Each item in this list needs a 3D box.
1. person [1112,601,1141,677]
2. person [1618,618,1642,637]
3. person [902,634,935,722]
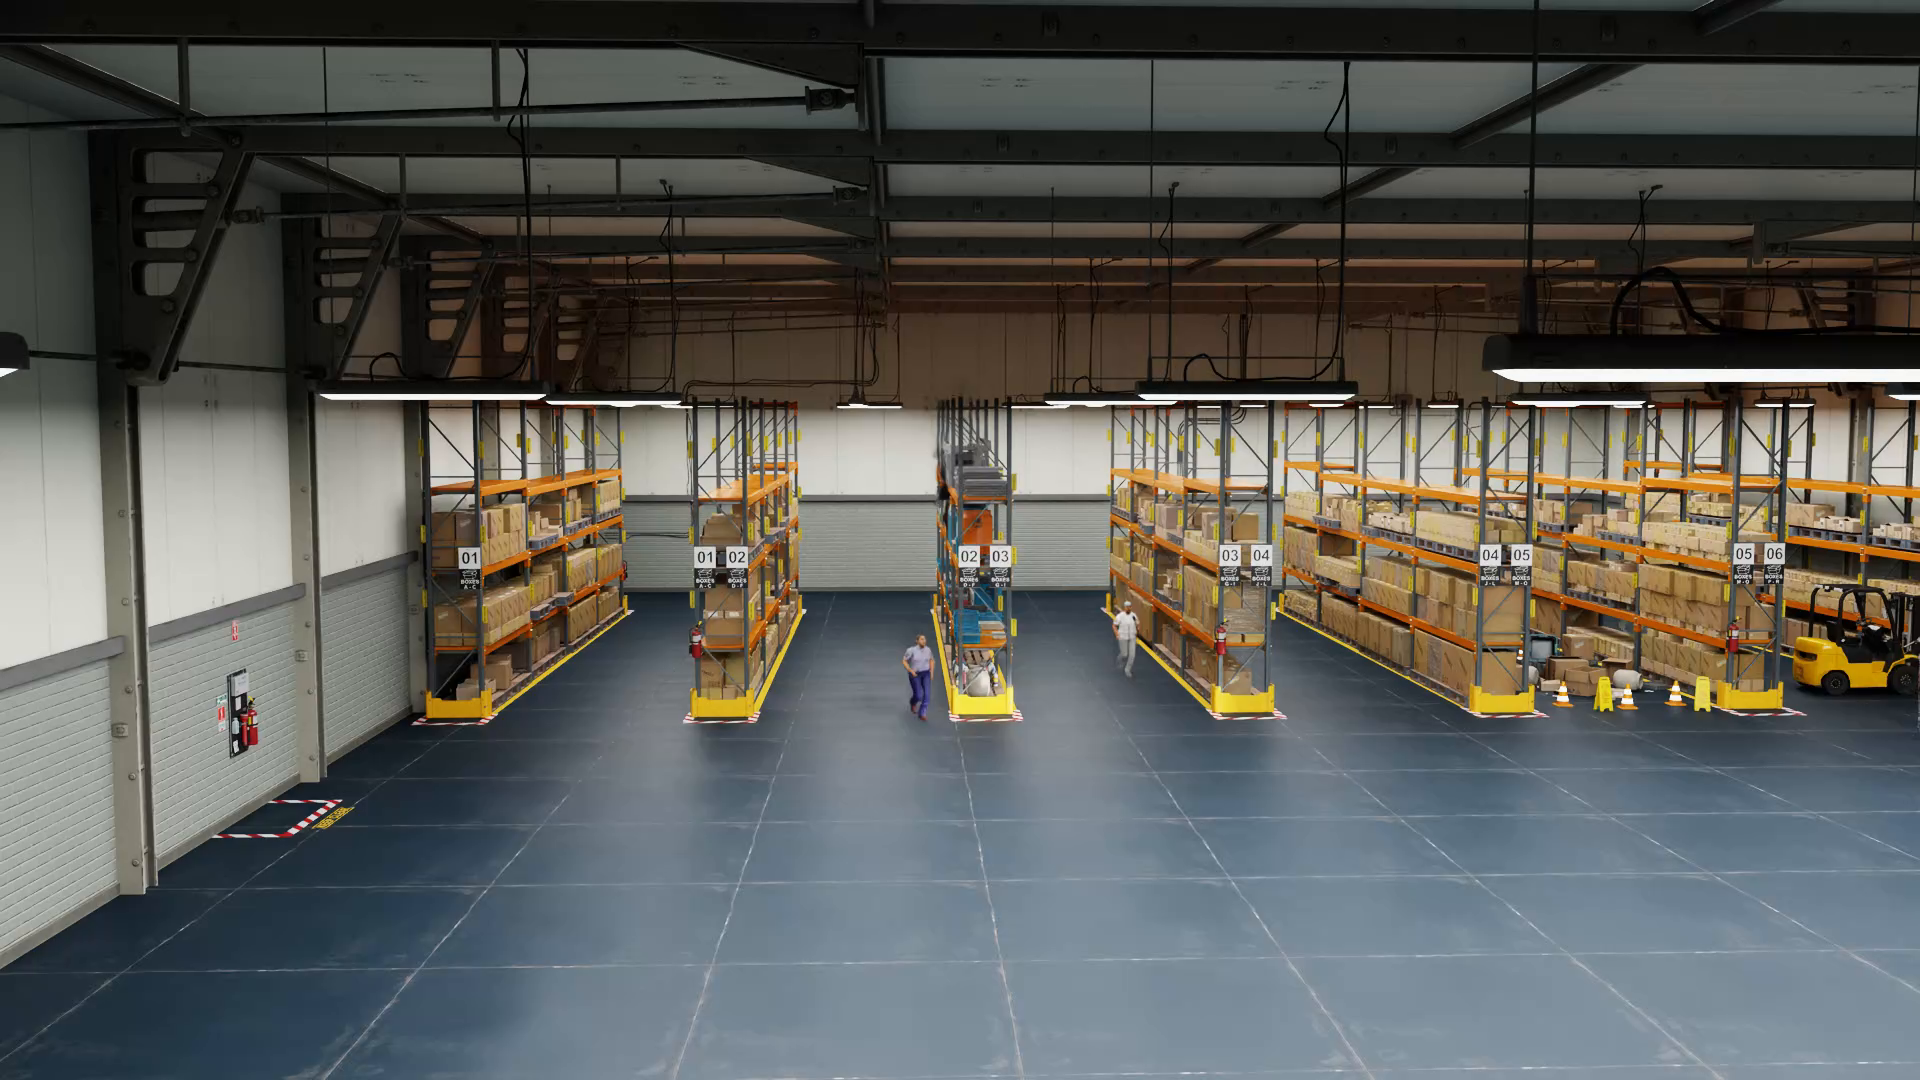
[{"bbox_3d":[3.630,2.140,36.085,0.616,1.627,0.550,-1,4,-7],"label":"person"},{"bbox_3d":[16.605,1.649,41.169,0.704,1.850,0.798,-1,4,-7],"label":"person"},{"bbox_3d":[-0.747,2.549,30.902,0.639,1.620,0.531,-2,5,-23],"label":"person"}]
